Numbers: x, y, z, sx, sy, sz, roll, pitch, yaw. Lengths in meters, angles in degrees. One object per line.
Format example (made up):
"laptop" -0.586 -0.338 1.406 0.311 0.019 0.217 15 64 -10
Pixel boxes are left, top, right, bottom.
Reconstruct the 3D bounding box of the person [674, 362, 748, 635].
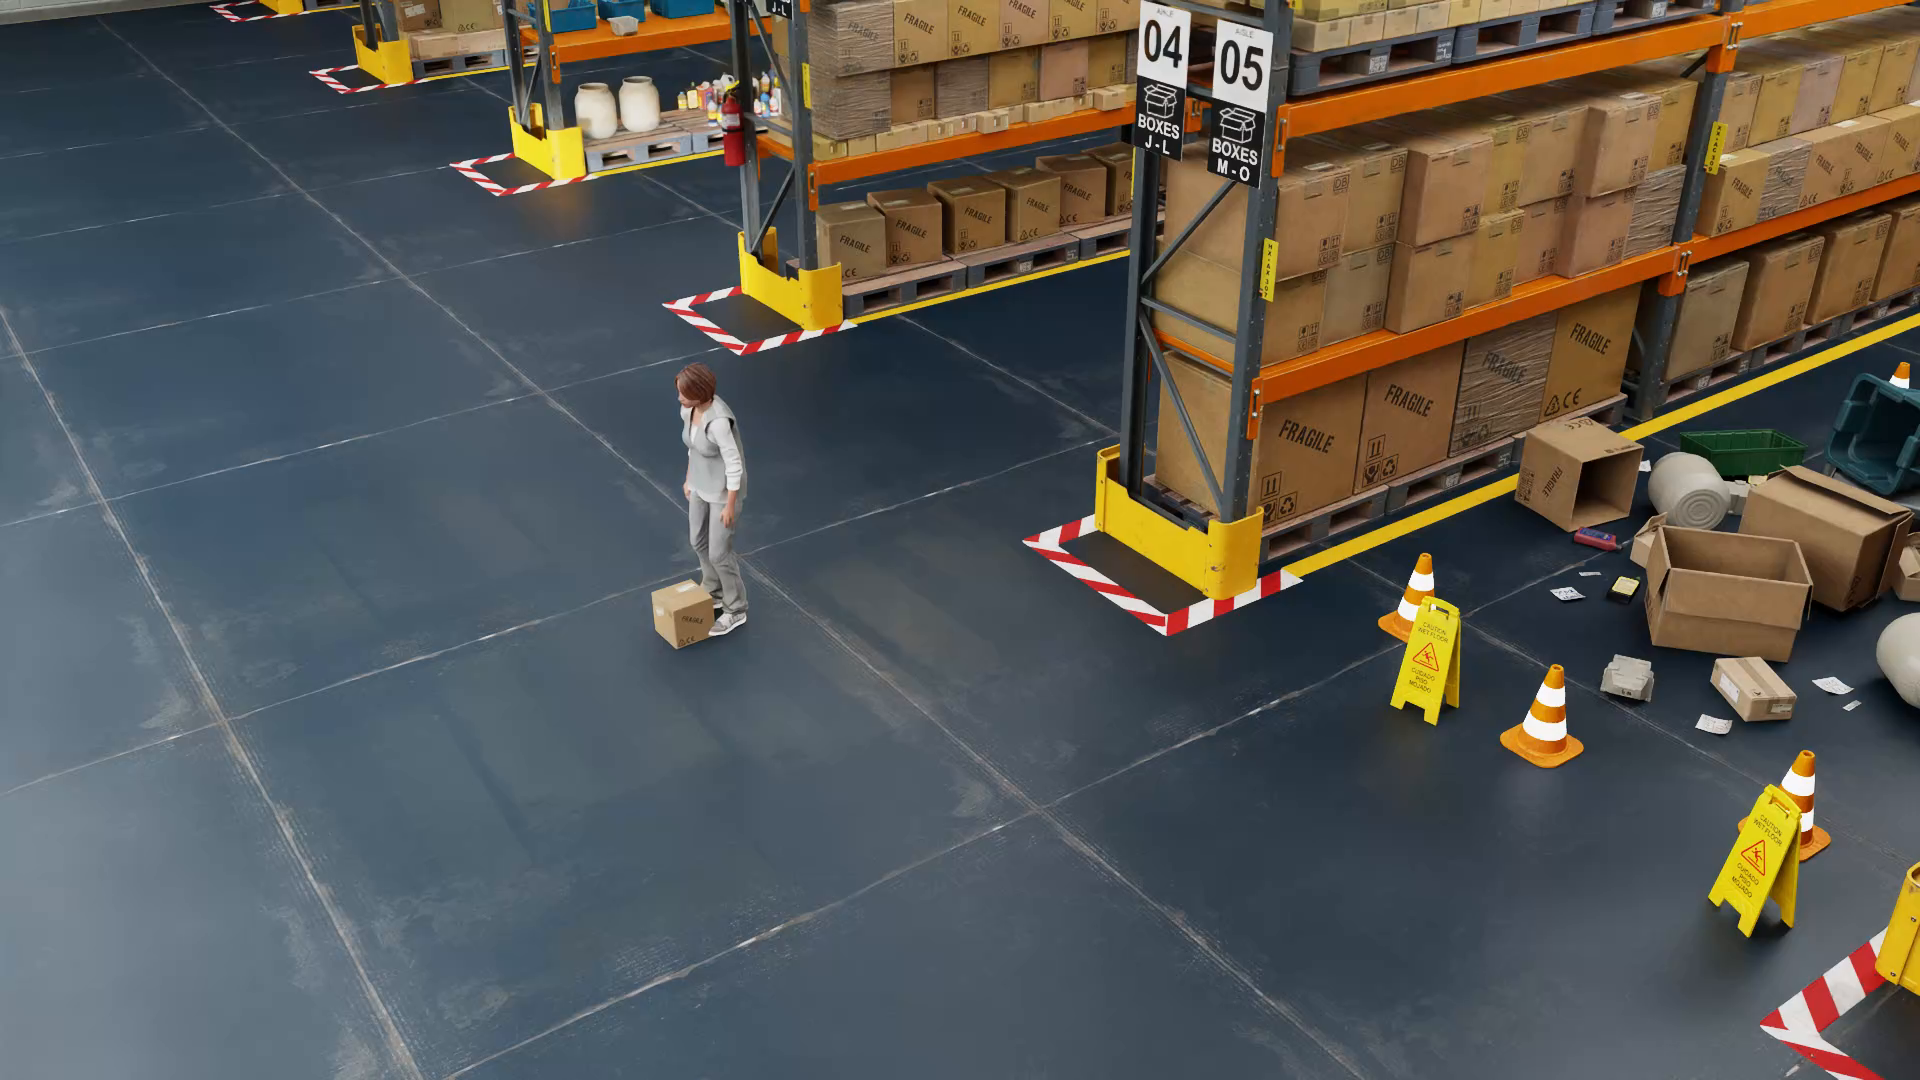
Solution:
"person" -1.352 -0.237 9.083 0.345 1.574 0.478 -21 35 -33
